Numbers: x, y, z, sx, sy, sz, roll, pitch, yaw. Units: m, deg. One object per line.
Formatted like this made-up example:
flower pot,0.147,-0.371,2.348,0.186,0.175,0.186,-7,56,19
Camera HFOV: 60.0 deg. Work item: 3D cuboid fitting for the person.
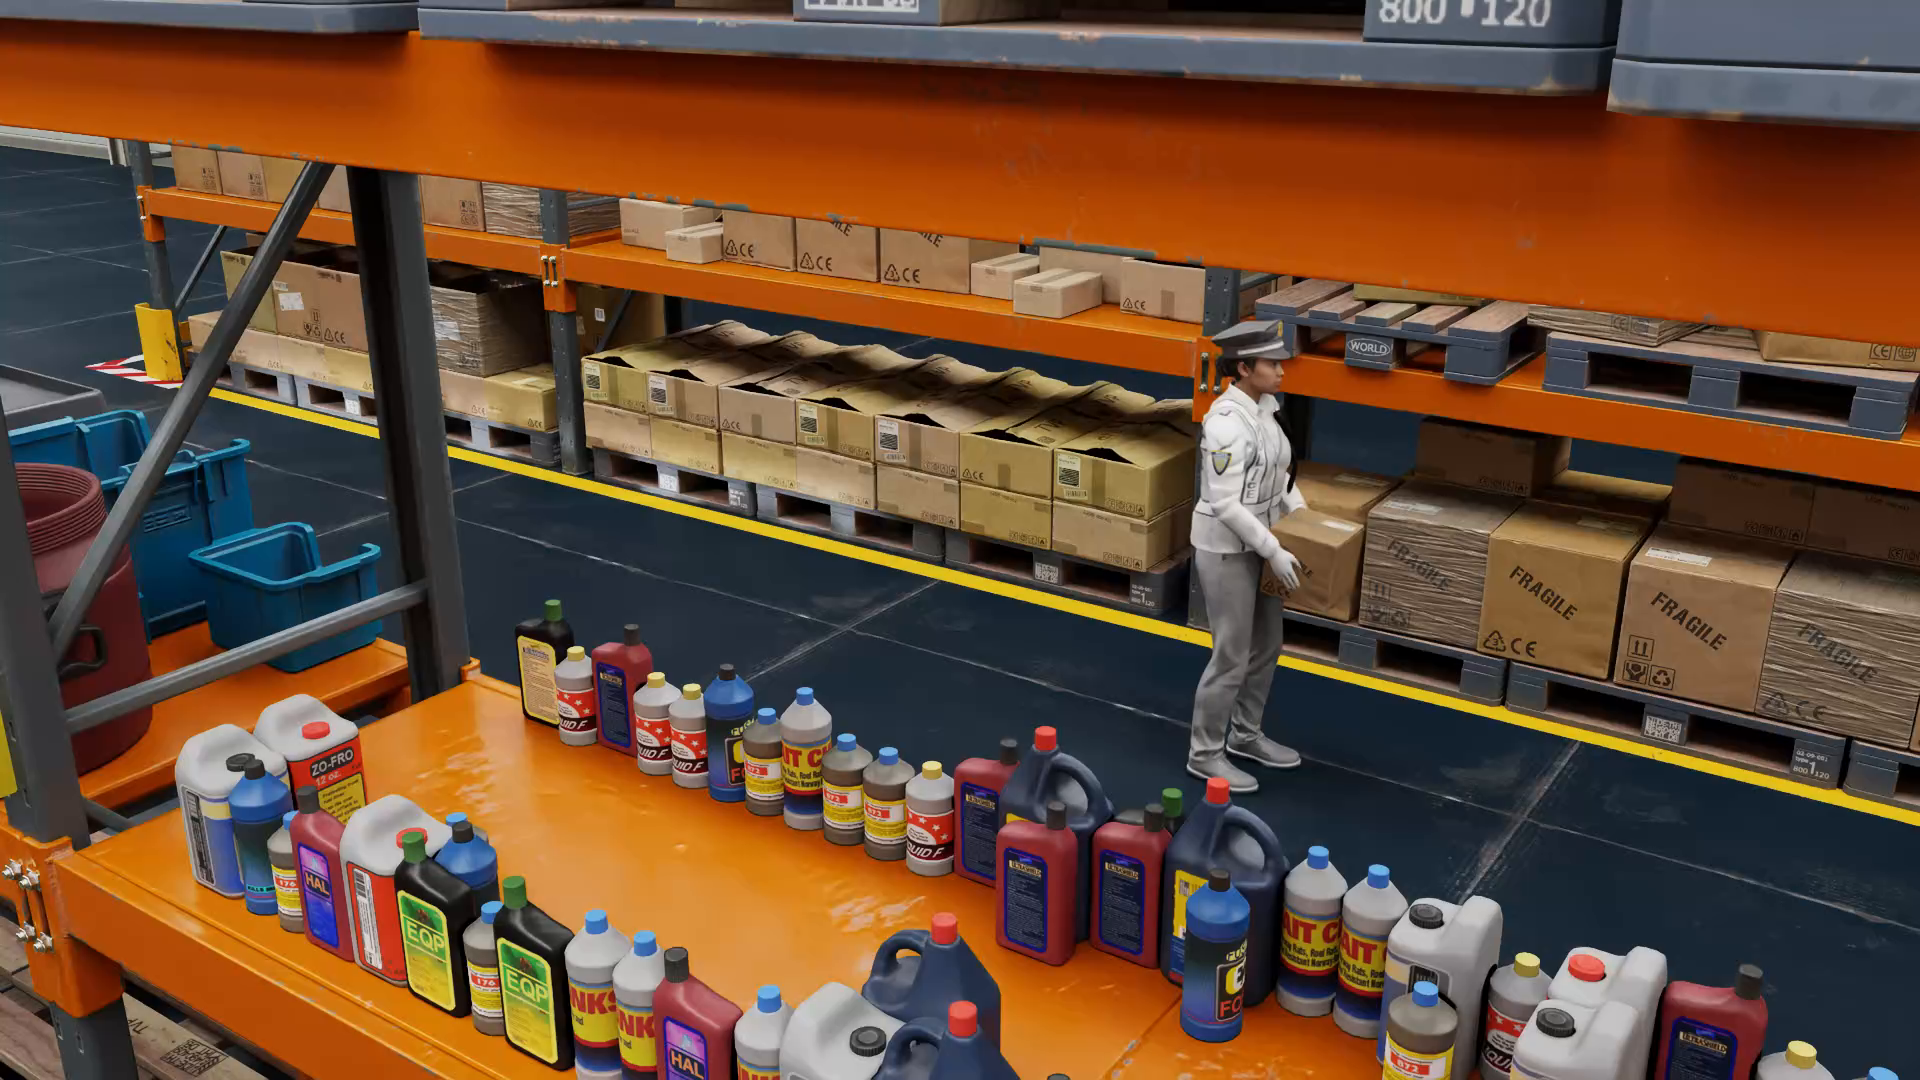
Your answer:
person,1.042,0.053,5.925,0.414,1.661,0.530,12,23,29
